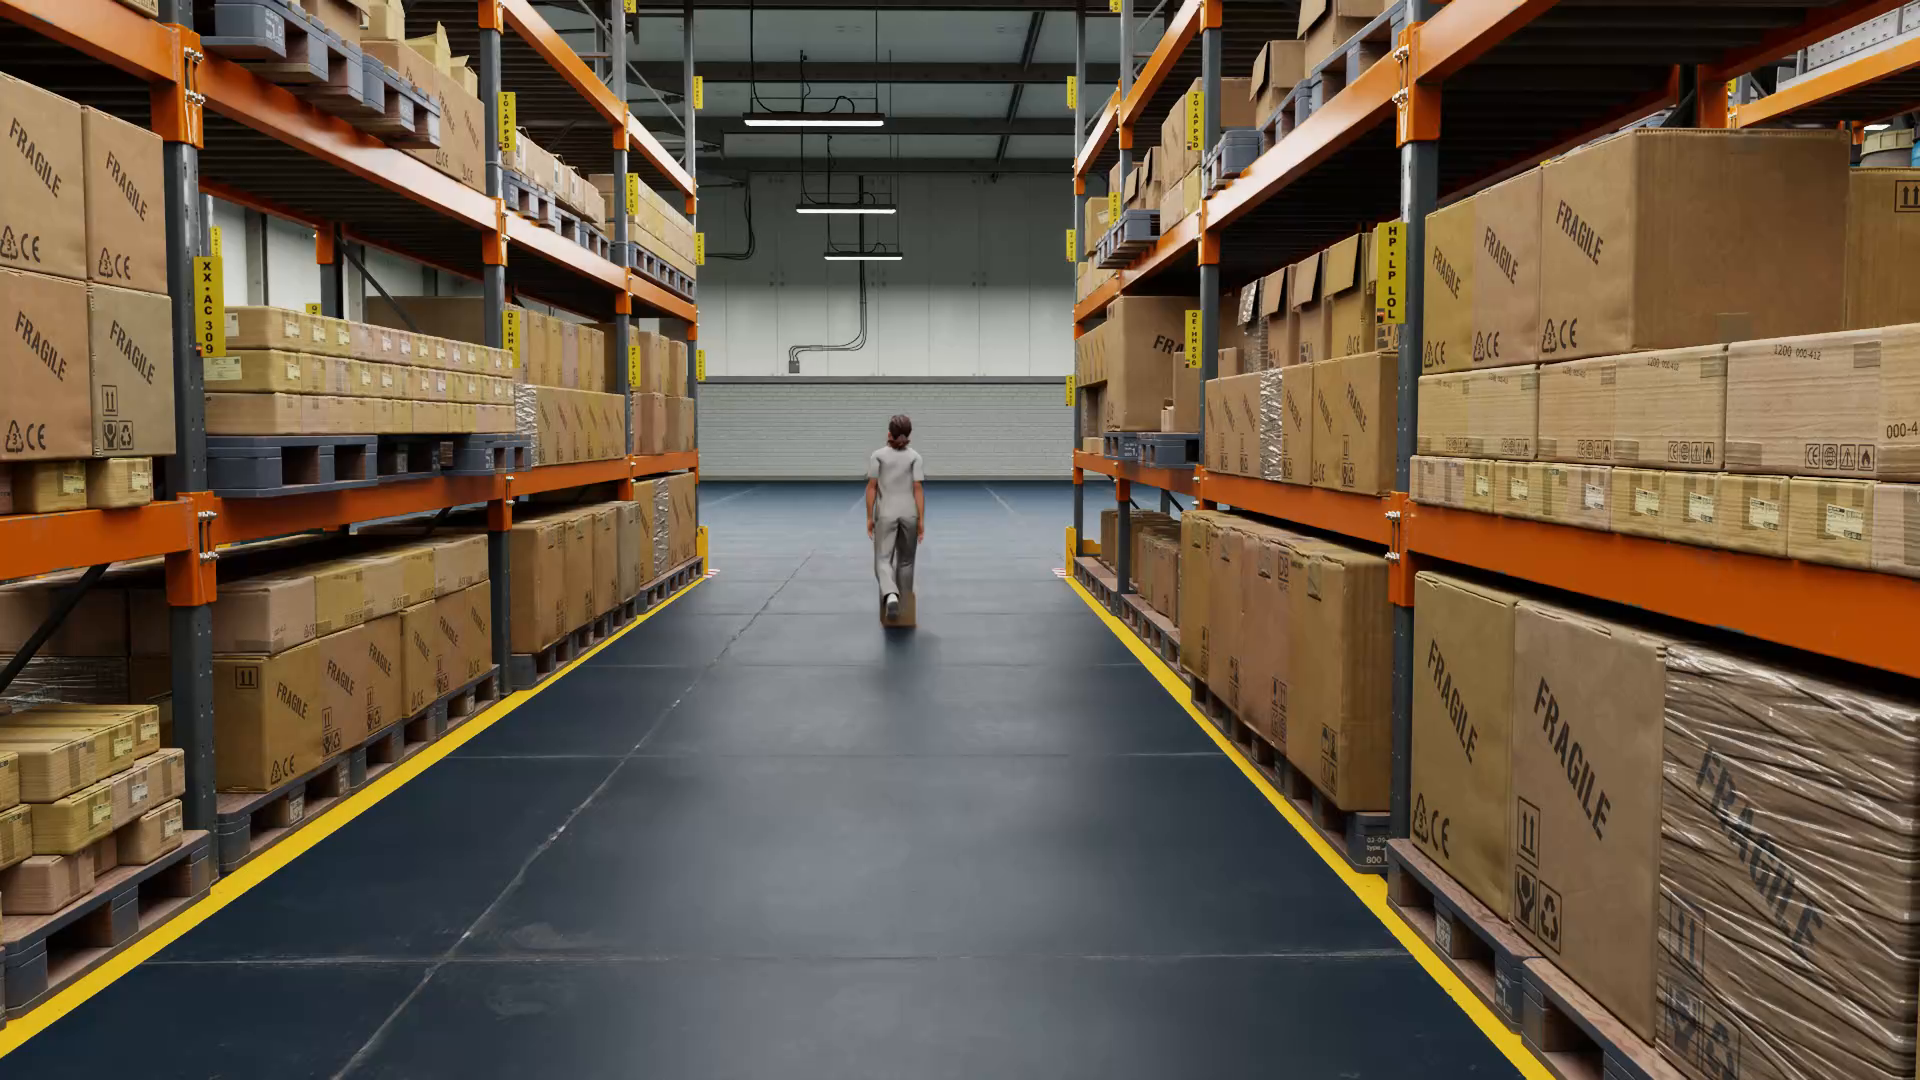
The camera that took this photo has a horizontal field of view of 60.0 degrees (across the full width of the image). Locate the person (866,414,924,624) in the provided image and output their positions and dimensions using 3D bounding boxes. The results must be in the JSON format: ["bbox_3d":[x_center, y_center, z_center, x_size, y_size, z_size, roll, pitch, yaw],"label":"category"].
[{"bbox_3d":[-0.493,-0.145,12.745,0.449,1.633,0.919,0,4,-7],"label":"person"}]
